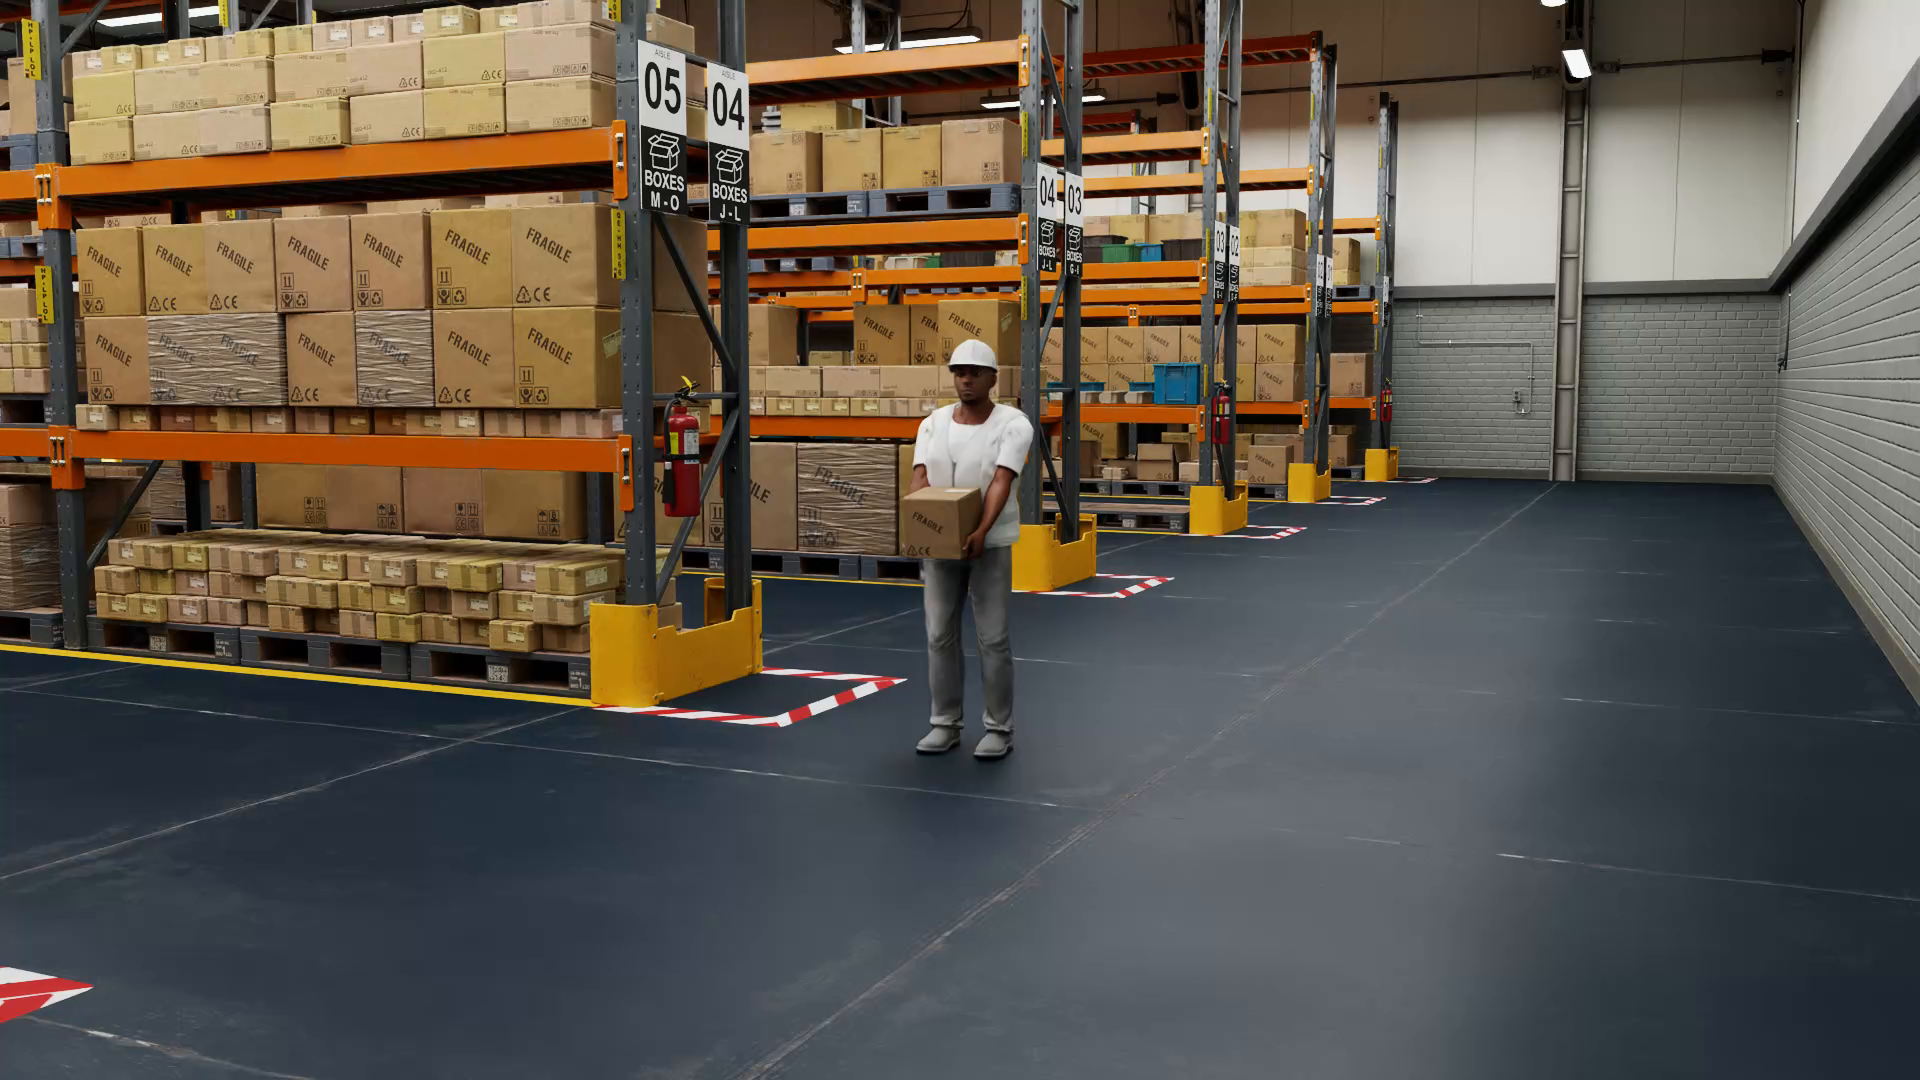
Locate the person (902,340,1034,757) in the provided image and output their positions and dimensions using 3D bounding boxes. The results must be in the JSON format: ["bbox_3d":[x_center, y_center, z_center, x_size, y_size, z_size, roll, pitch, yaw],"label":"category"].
[{"bbox_3d":[0.014,0.039,7.028,0.505,1.763,0.560,2,6,23],"label":"person"}]
